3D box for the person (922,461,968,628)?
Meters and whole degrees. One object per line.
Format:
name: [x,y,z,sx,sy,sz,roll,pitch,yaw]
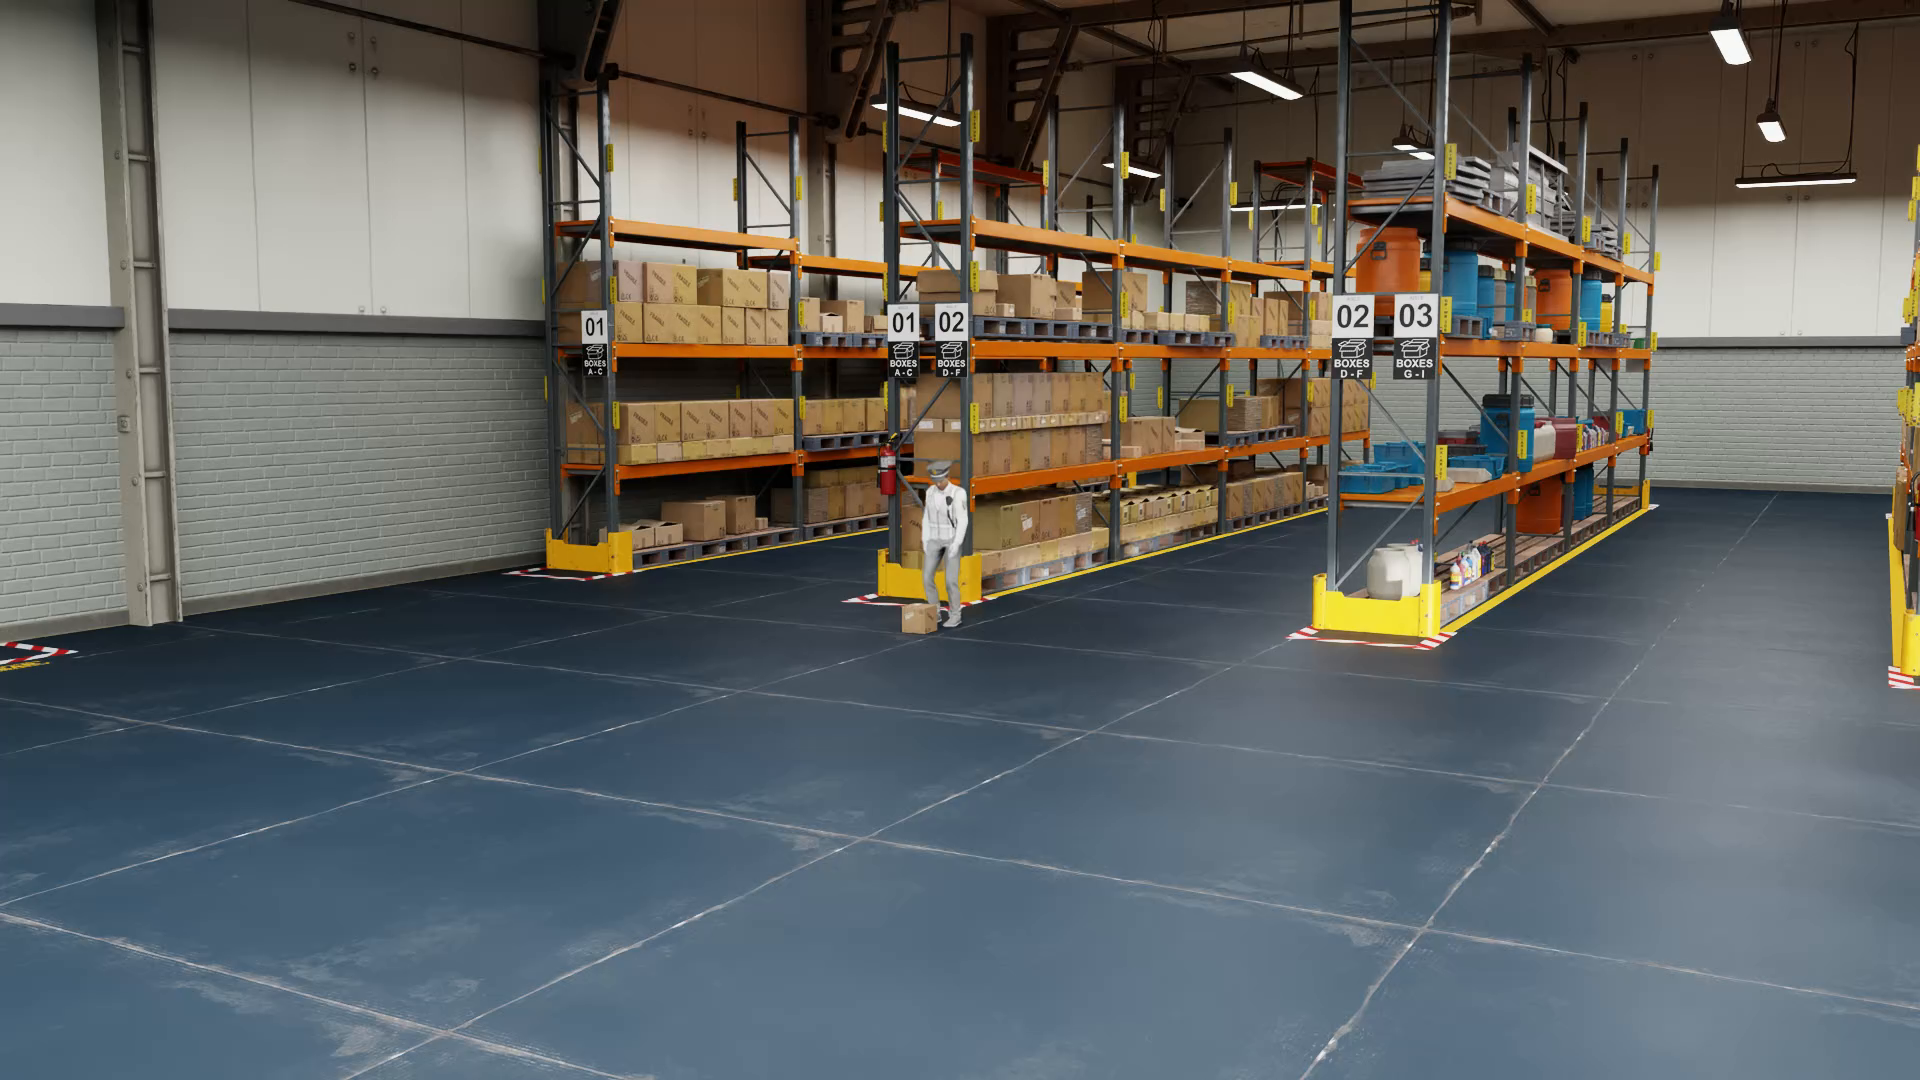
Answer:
person: [-0.153,0.037,16.256,0.500,1.626,0.446,4,7,30]
